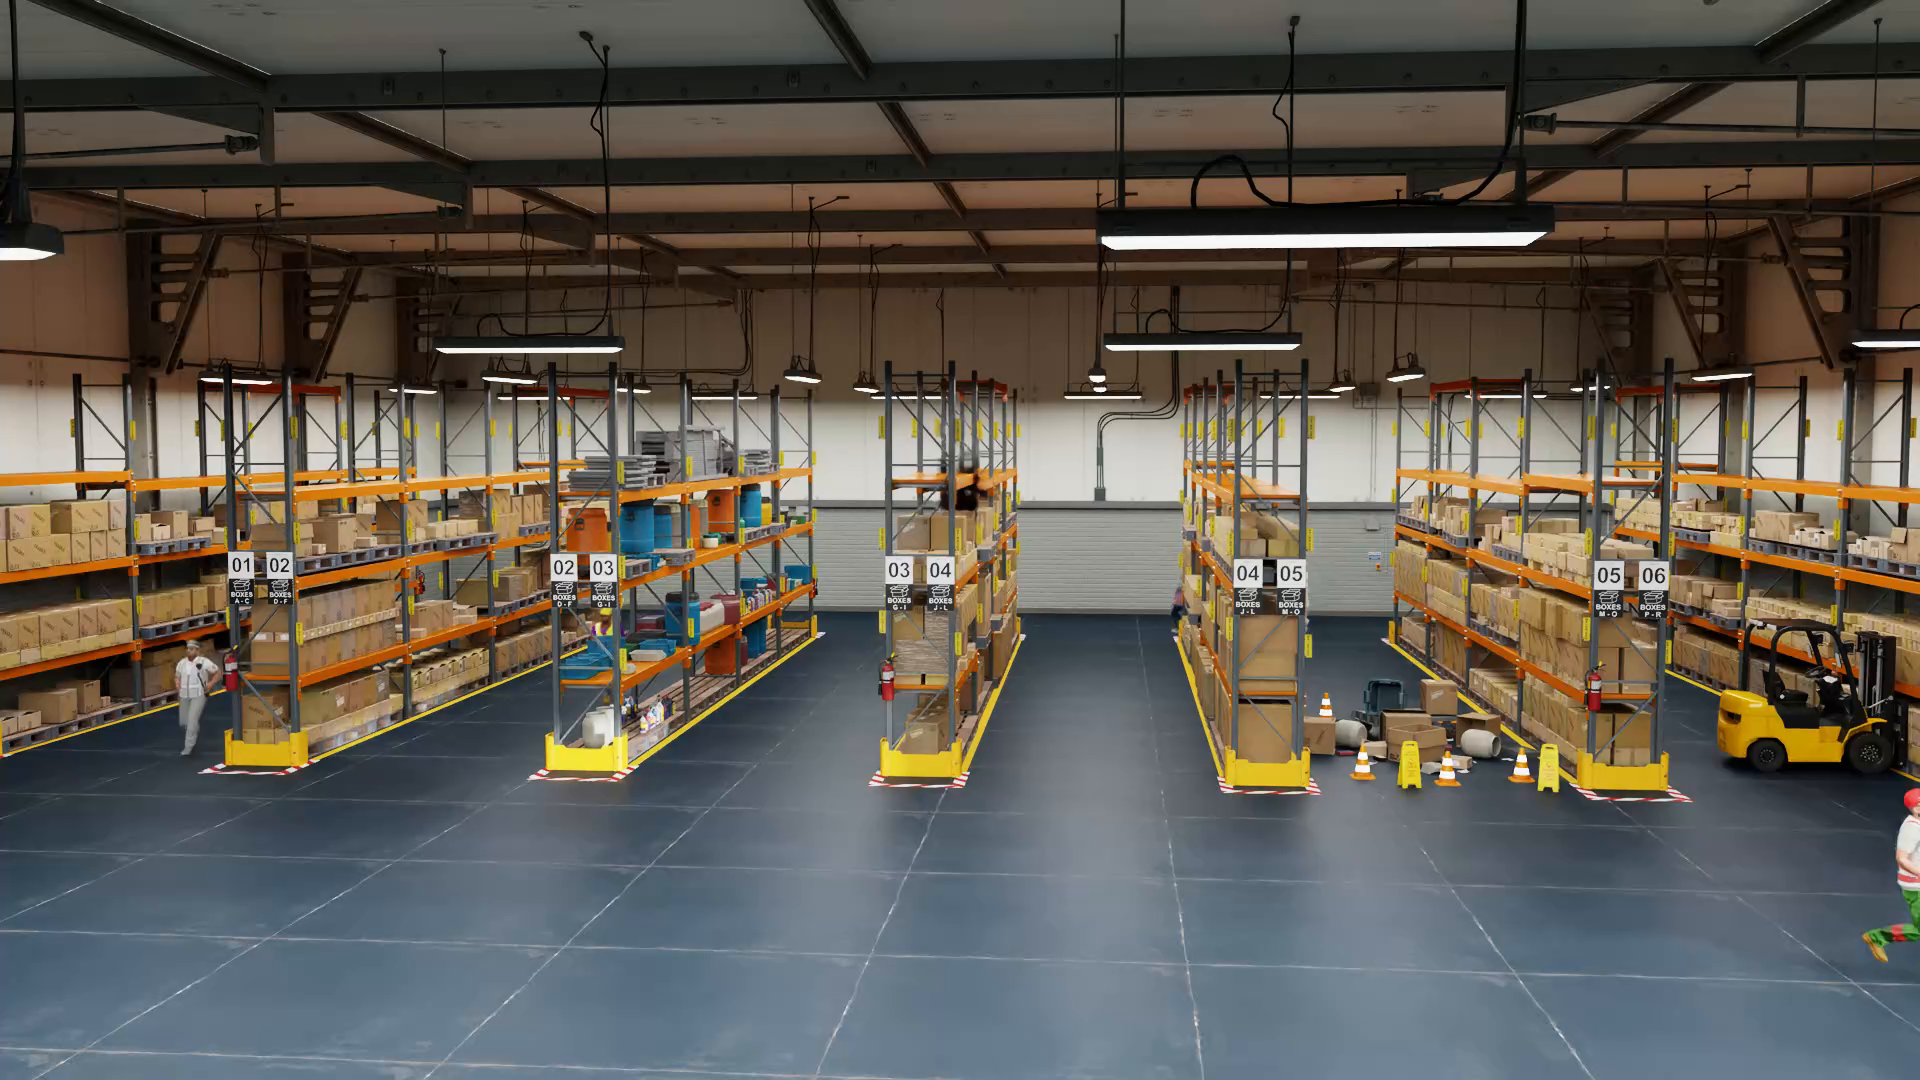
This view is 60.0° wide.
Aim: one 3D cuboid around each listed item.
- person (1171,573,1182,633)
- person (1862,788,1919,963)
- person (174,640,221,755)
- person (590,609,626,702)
[{"bbox_3d":[5.371,1.557,40.832,0.475,1.503,0.598,1,4,22],"label":"person"},{"bbox_3d":[8.673,3.127,15.092,0.806,1.757,0.674,3,5,41],"label":"person"},{"bbox_3d":[-11.977,2.429,25.943,0.677,1.732,0.890,0,4,1],"label":"person"},{"bbox_3d":[-6.512,2.123,30.687,0.715,1.732,0.577,0,4,4],"label":"person"}]
